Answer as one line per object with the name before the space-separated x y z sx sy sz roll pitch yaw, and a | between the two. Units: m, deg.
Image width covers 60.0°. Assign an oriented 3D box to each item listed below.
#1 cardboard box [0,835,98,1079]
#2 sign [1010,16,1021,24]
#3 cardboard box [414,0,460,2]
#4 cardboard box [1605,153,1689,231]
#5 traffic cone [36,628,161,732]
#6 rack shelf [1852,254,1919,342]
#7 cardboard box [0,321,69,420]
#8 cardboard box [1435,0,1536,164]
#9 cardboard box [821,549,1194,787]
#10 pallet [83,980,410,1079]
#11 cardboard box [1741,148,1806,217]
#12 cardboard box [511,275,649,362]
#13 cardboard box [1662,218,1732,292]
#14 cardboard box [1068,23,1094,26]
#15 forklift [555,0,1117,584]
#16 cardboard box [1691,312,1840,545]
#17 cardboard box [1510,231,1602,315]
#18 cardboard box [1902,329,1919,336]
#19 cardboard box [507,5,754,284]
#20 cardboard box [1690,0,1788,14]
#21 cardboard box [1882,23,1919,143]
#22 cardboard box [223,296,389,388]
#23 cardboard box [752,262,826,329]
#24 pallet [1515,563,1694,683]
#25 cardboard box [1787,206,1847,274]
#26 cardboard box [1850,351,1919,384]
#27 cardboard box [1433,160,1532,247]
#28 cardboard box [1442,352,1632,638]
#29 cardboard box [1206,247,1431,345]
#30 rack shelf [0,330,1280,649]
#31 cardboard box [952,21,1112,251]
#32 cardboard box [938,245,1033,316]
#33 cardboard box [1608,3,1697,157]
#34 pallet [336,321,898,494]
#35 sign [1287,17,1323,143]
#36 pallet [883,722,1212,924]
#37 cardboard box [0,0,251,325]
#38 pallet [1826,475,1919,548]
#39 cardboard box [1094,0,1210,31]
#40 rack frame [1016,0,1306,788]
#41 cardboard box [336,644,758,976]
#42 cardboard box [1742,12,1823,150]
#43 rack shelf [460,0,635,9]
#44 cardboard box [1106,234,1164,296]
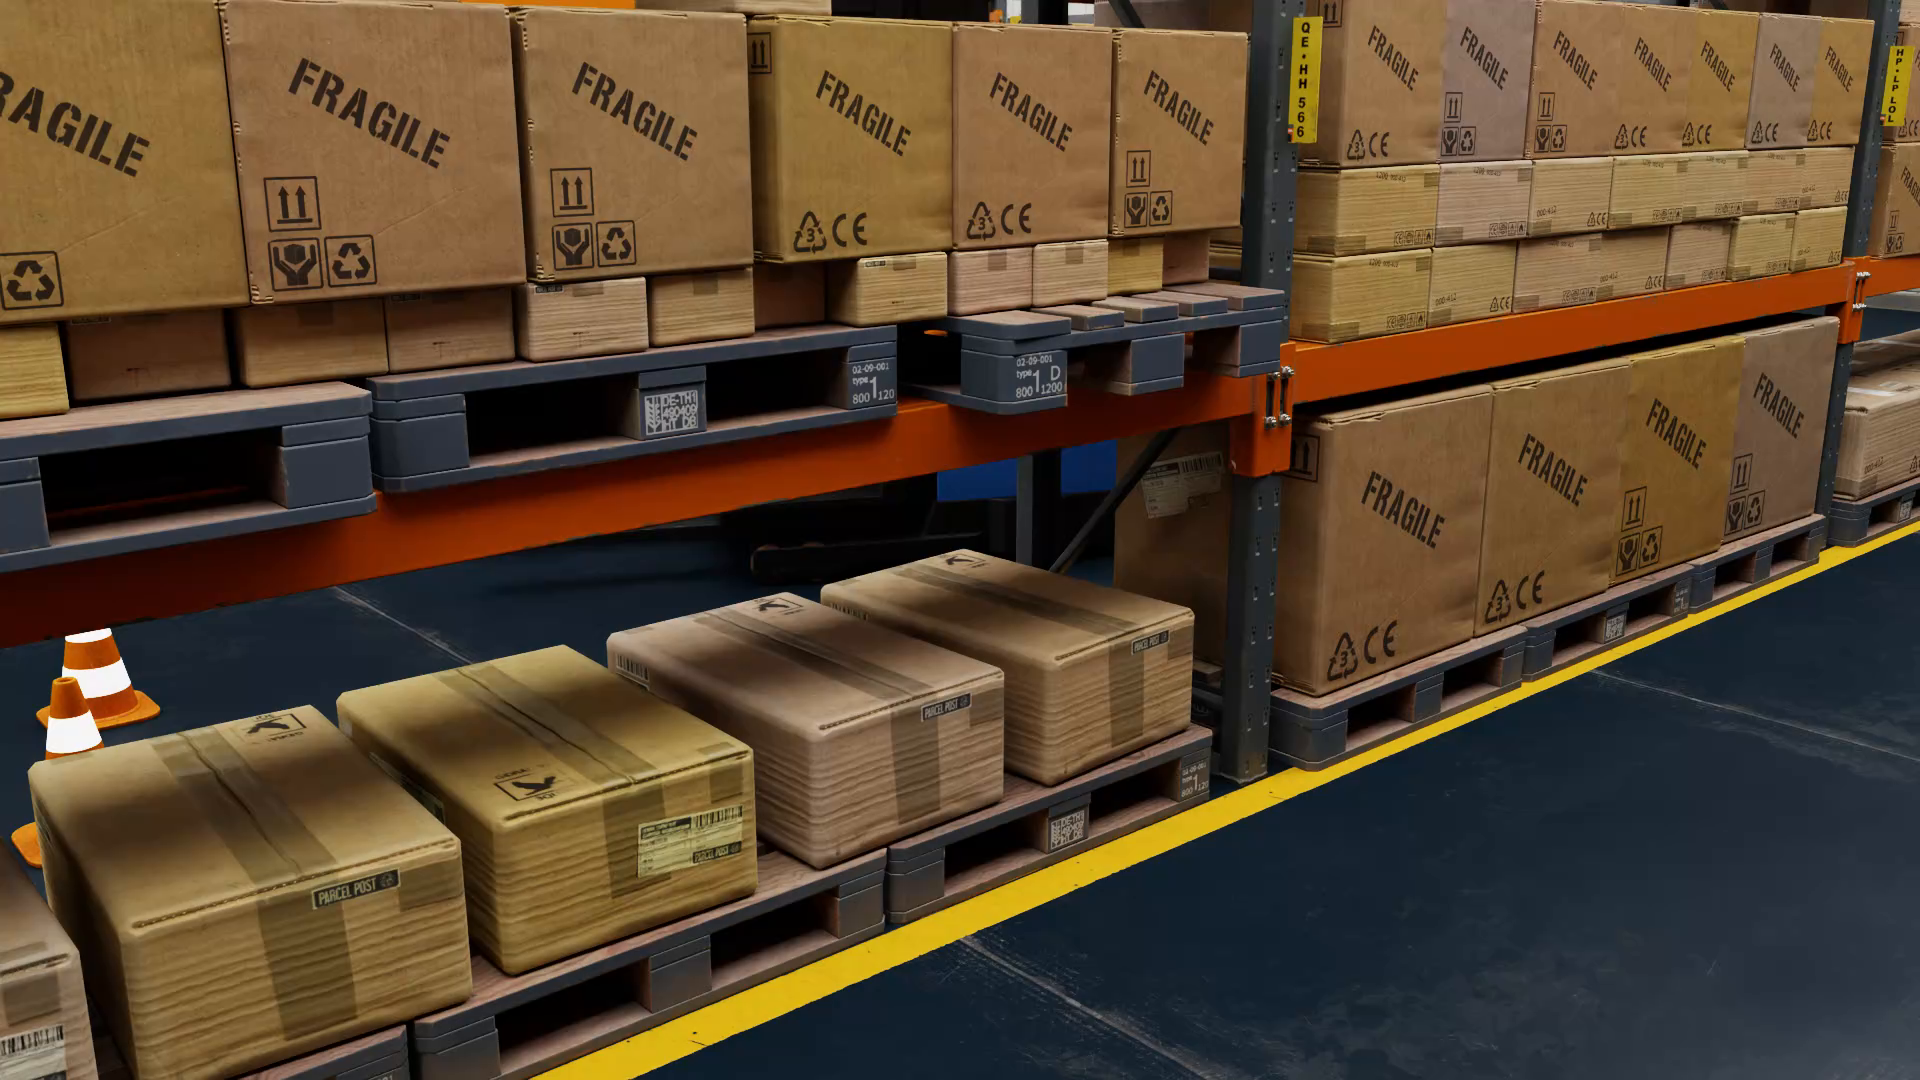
cardboard box | -2.064 0.839 3.074 0.625 0.372 0.950 -12 19 -39
sign | 0.192 -1.483 5.244 0.005 0.325 0.100 -13 19 -39
cardboard box | -1.119 -1.061 3.070 0.250 0.149 0.380 -11 19 -36
cardboard box | 2.270 -1.275 6.033 0.500 0.250 0.500 -12 19 -38
traffic cone | -2.880 0.361 5.501 0.334 0.463 0.336 -13 19 -39
rack shelf | 5.086 -1.484 8.889 4.000 0.370 1.077 -13 19 -39
cardboard box | -1.640 -0.292 2.705 0.250 0.149 0.380 -12 19 -38
cardboard box | 1.460 -1.469 5.305 0.500 0.500 0.500 -13 19 -39
cardboard box | 0.126 0.345 4.925 0.625 0.372 0.950 -14 21 -43
pallet | -1.872 1.077 3.309 1.213 0.211 1.003 -13 19 -39
cardboard box | 3.032 -1.454 6.703 0.500 0.250 0.500 -12 19 -38
cardboard box | -0.832 -0.467 3.359 0.250 0.149 0.380 -12 19 -37
cardboard box | 2.626 -1.128 6.451 0.500 0.250 0.500 -13 20 -41
cardboard box | 0.751 -3.144 11.000 0.500 0.500 0.500 -12 19 -38
forklift | -0.664 -1.379 7.234 3.031 2.935 1.130 -4 15 -14
cardboard box | 3.162 -0.549 7.296 0.875 0.875 0.875 -12 19 -38
cardboard box | 1.869 -0.955 5.804 0.500 0.250 0.500 -12 19 -38
cardboard box | 6.162 -1.005 9.850 0.875 0.438 0.875 -14 20 -41
cardboard box | -0.776 -0.812 3.392 0.500 0.500 0.500 -14 20 -42
cardboard box | 3.600 -2.452 7.729 0.250 0.149 0.380 -13 20 -40
cardboard box | 4.095 -2.058 7.511 0.500 0.500 0.500 -12 19 -39
cardboard box | -1.255 -0.391 3.073 0.250 0.149 0.380 -12 19 -39
cardboard box | -0.515 -0.576 3.769 0.250 0.149 0.380 -12 19 -39
pallet | 2.123 0.207 6.566 1.213 0.211 1.003 -13 19 -39
cardboard box | 3.404 -1.296 7.079 0.500 0.250 0.500 -13 20 -41
cardboard box | 4.796 -0.696 8.692 0.875 0.438 0.875 -13 20 -41
cardboard box | 1.494 -1.110 5.414 0.500 0.250 0.500 -12 19 -38
cardboard box | 1.810 -0.243 6.151 0.875 0.875 0.875 -12 19 -39
cardboard box | 1.094 -0.777 5.137 0.500 0.250 0.500 -13 20 -40
rack shelf | -0.950 -0.129 3.815 4.000 0.370 1.077 -13 19 -39
cardboard box | 0.016 -0.990 4.059 0.500 0.500 0.500 -13 20 -40
cardboard box | -0.044 -0.644 4.021 0.250 0.149 0.380 -14 20 -42
cardboard box | 2.243 -1.638 5.940 0.500 0.500 0.500 -12 19 -38
pallet | -0.907 -0.380 3.730 1.213 0.211 1.003 -13 19 -39
sign | 0.923 -1.233 4.462 0.005 0.325 0.100 -13 19 -39
pallet | -0.031 0.664 4.856 1.213 0.211 1.003 -13 19 -39
cardboard box | -1.539 -0.641 2.755 0.500 0.500 0.500 -13 19 -39
pallet | 4.202 -0.260 8.313 1.213 0.211 1.003 -13 19 -39
cardboard box | 0.778 -1.486 5.368 0.500 0.500 0.500 -13 20 -41
rack frame | 0.559 -0.816 4.991 0.127 3.000 1.000 -13 19 -39
cardboard box | -1.001 0.599 3.974 0.625 0.372 0.950 -12 19 -38
cardboard box | 3.019 -1.811 6.586 0.500 0.500 0.500 -12 19 -38
rack shelf | -4.437 -4.185 13.188 4.000 0.370 1.077 -13 19 -39
cardboard box | 0.312 -0.736 4.367 0.250 0.149 0.380 -12 19 -39
